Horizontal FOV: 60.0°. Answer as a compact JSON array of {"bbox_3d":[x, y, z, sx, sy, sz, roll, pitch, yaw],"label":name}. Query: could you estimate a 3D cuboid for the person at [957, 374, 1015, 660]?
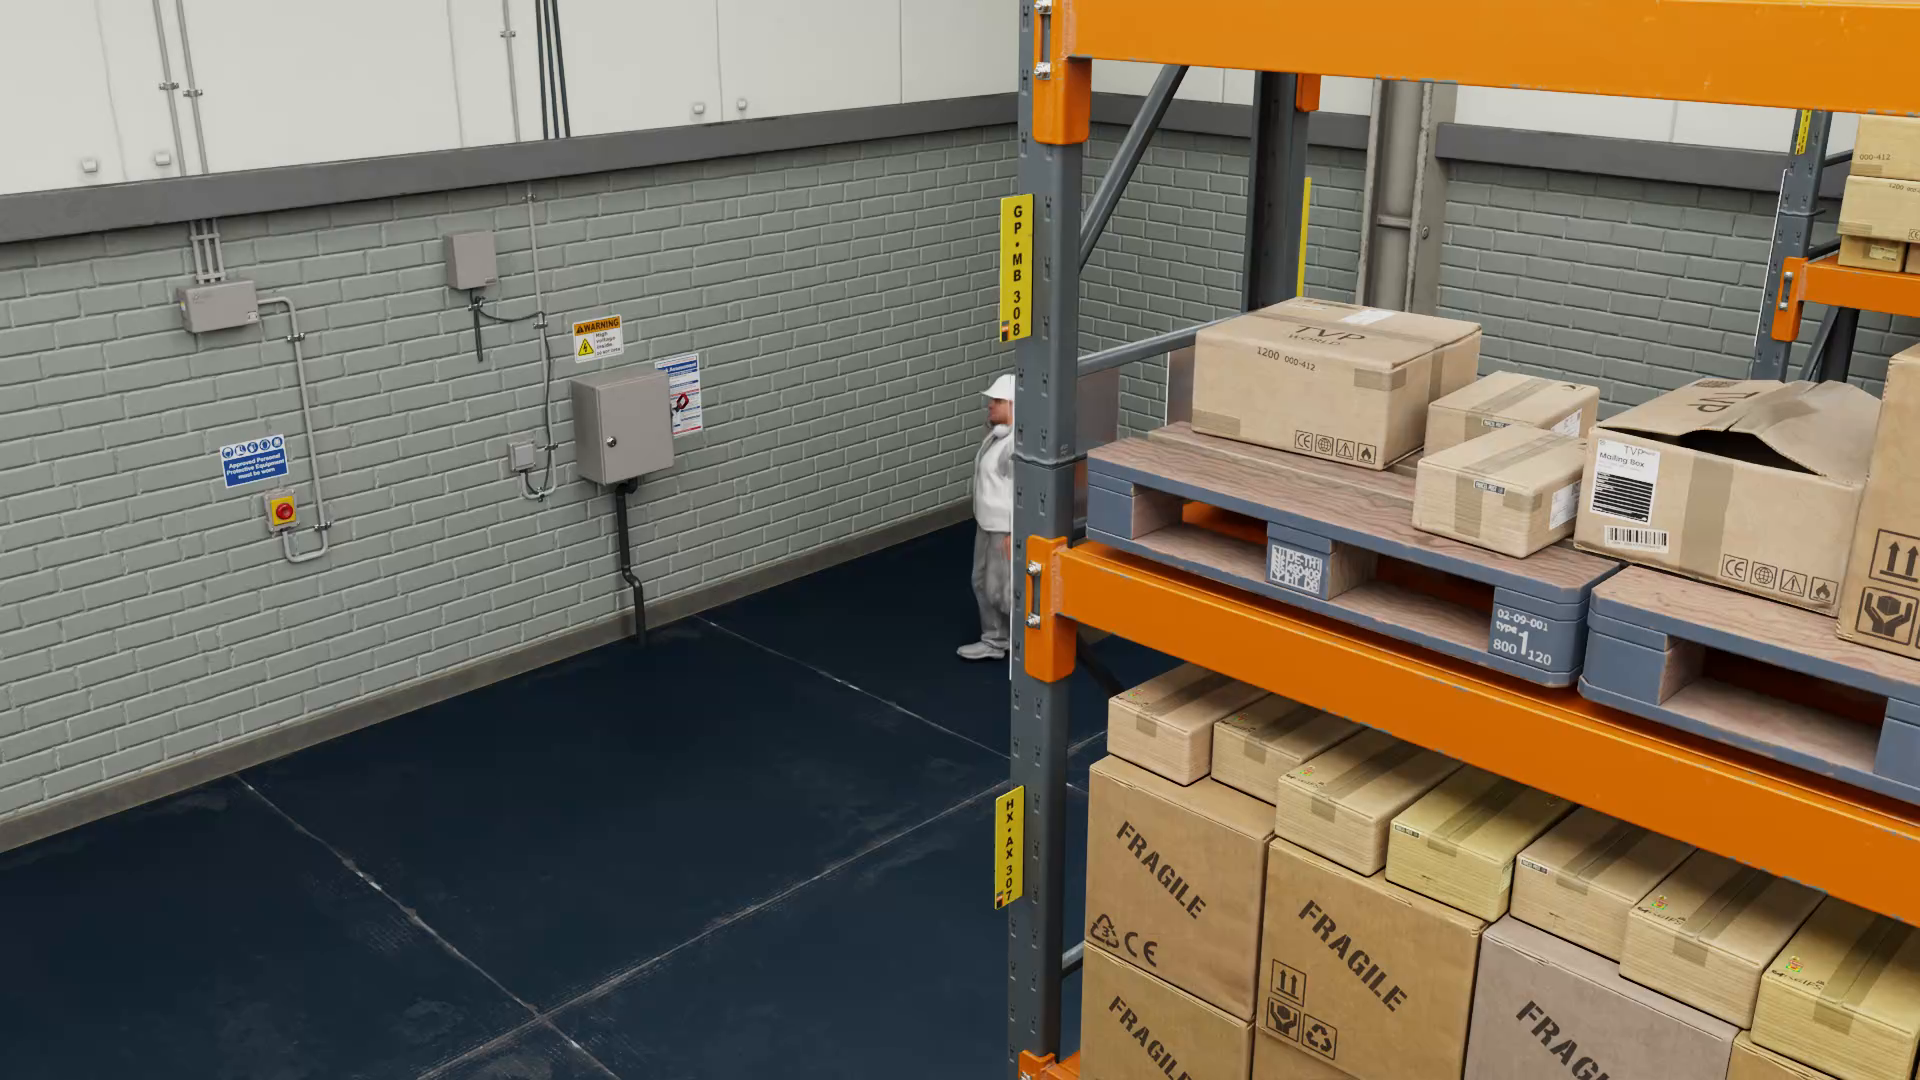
[{"bbox_3d":[0.319,-0.115,9.808,0.670,1.759,0.539,-5,21,-13],"label":"person"}]
